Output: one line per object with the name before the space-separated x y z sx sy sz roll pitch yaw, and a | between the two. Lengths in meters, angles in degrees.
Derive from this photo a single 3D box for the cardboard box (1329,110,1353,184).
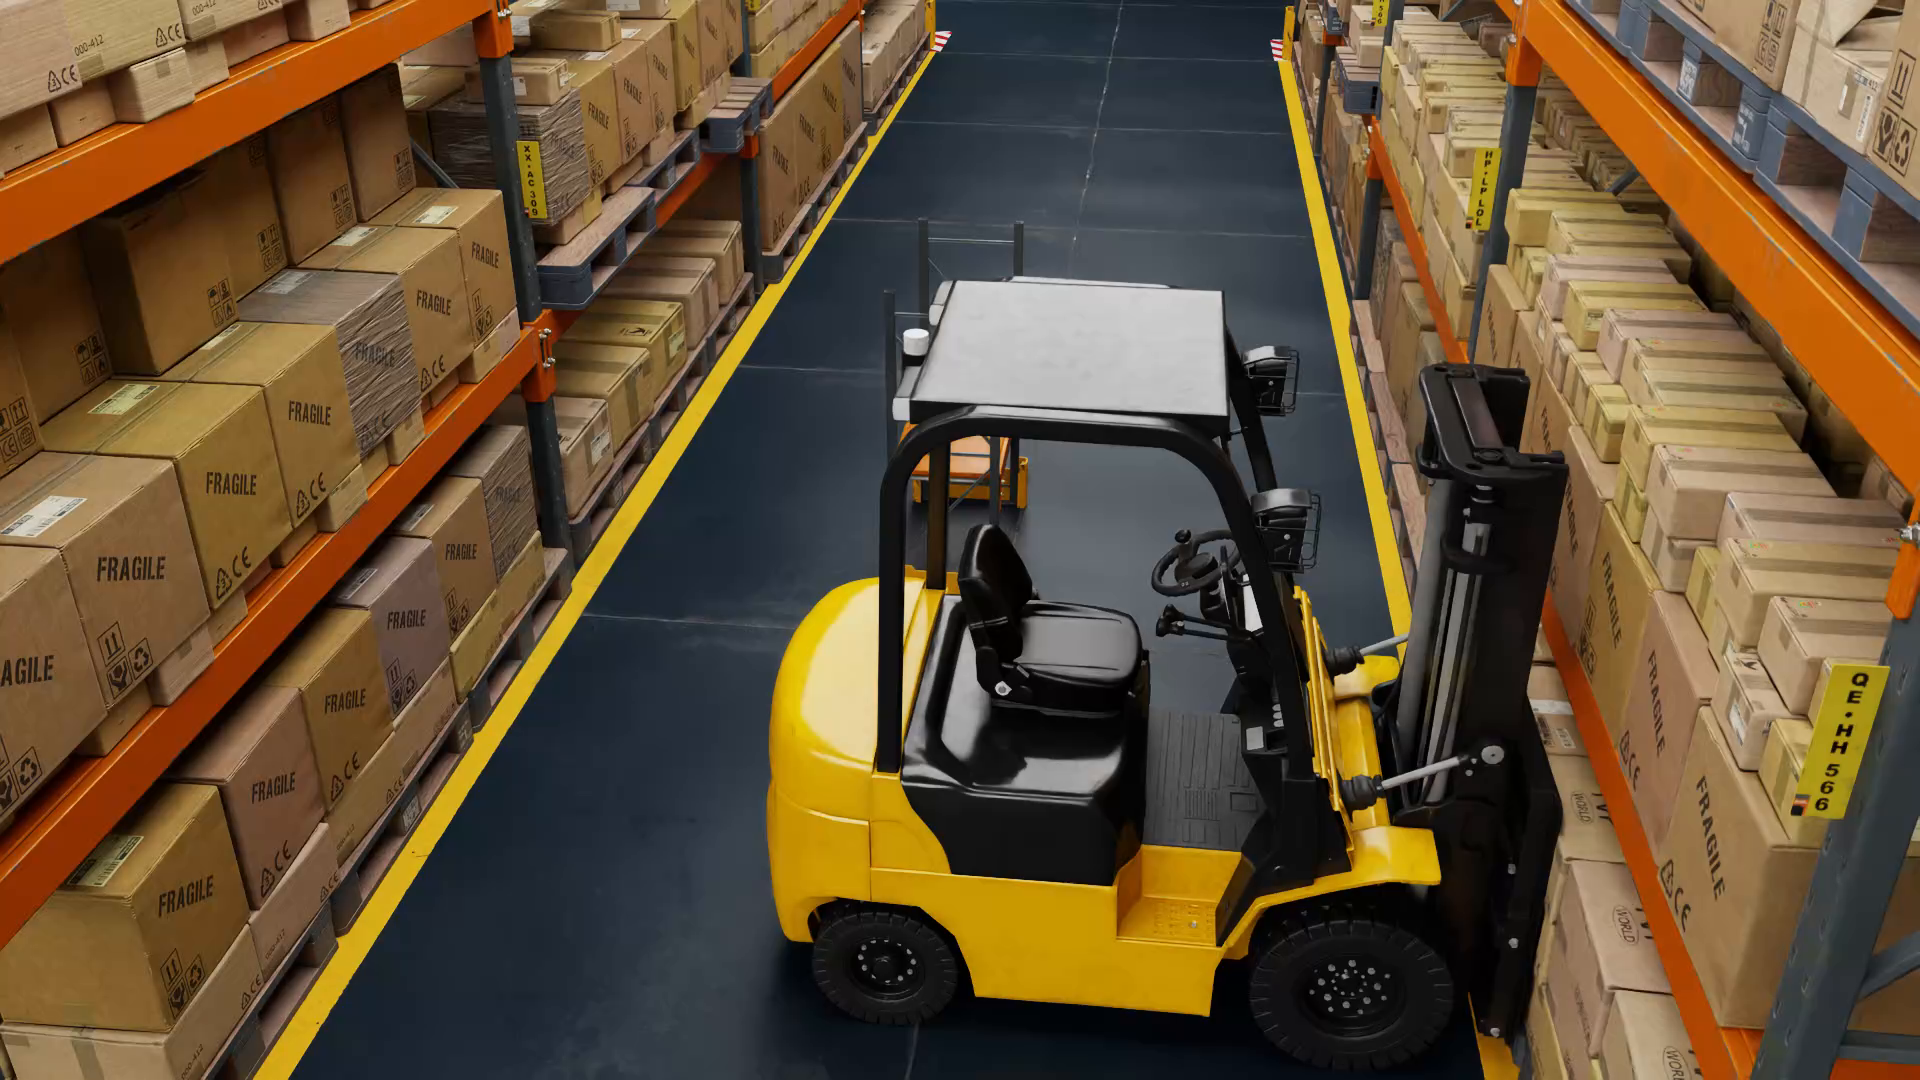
cardboard box | 3.164 -3.020 12.886 0.500 0.500 0.500 3 28 5

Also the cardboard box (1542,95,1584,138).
cardboard box | 3.077 -2.068 8.136 0.380 0.149 0.250 4 29 7

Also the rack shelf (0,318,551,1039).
rack shelf | -2.584 0.101 5.658 1.077 0.370 4.000 3 28 6

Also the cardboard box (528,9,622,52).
cardboard box | -1.900 -2.521 8.220 0.380 0.149 0.250 5 29 9

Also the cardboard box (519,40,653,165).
cardboard box | -1.862 -2.189 8.288 0.500 0.500 0.500 3 28 6

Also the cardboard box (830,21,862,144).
cardboard box | -1.355 -3.876 14.079 0.875 0.875 0.875 4 29 8

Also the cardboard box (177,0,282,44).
cardboard box | -2.311 -1.602 4.743 0.500 0.250 0.500 4 29 7

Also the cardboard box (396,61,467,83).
cardboard box | -2.451 -1.981 7.903 0.500 0.500 0.500 4 29 6

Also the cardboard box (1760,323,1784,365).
cardboard box | 2.659 -0.562 5.028 0.380 0.149 0.250 3 28 6

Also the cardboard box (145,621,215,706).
cardboard box | -2.376 0.332 4.736 0.380 0.149 0.250 4 29 7

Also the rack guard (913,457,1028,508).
rack guard | 0.052 -0.309 8.559 0.587 0.250 0.087 3 28 6

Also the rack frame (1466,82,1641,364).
rack frame | 2.588 -0.870 6.703 1.000 3.000 0.127 3 28 6

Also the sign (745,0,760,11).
sign | -1.309 -3.488 10.424 0.100 0.325 0.005 3 28 6

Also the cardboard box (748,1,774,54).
cardboard box | -1.542 -3.418 11.063 0.500 0.250 0.500 3 28 6

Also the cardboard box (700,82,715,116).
cardboard box | -1.642 -2.577 9.692 0.380 0.149 0.250 2 28 4

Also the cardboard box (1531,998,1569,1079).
cardboard box | 1.912 1.565 4.639 0.500 0.250 0.500 3 28 6

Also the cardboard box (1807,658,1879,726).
cardboard box | 1.932 0.371 3.296 0.380 0.149 0.250 3 29 6

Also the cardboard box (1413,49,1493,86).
cardboard box | 2.689 -2.578 9.083 0.380 0.149 0.250 4 29 7

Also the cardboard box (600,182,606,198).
cardboard box | -1.960 -1.728 8.117 0.380 0.149 0.250 5 29 9

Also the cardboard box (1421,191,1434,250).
cardboard box | 2.537 -1.526 8.078 0.500 0.250 0.500 4 29 7

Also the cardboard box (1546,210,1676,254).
cardboard box | 2.329 -1.069 5.968 0.380 0.149 0.250 4 29 7

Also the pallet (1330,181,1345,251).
pallet | 3.359 -2.447 12.571 1.003 0.211 1.213 3 28 6

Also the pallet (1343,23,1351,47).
pallet | 3.311 -3.584 11.943 1.003 0.211 1.213 3 28 6

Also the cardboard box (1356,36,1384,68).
cardboard box | 2.777 -3.159 10.773 0.380 0.149 0.250 4 29 7

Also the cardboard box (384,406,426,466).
cardboard box | -2.197 -0.399 6.093 0.380 0.149 0.250 3 28 5

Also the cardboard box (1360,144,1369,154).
cardboard box | 2.966 -2.622 11.463 0.380 0.149 0.250 2 28 5

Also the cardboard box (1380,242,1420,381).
cardboard box | 2.916 -1.292 9.546 0.875 0.625 0.625 4 29 8

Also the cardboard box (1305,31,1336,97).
cardboard box | 3.618 -4.432 15.507 0.700 0.500 0.500 2 28 4

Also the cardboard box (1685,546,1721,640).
cardboard box | 1.998 0.147 4.026 0.380 0.149 0.250 3 28 6

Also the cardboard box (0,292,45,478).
cardboard box | -2.914 -0.380 4.320 0.700 0.500 0.500 4 29 7

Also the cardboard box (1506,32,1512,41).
cardboard box | 3.318 -2.788 9.474 0.380 0.149 0.250 4 29 8

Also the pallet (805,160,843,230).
pallet | -1.526 -2.752 13.135 1.003 0.211 1.213 3 28 6

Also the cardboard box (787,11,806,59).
cardboard box | -1.424 -3.679 12.074 0.500 0.250 0.500 4 29 8

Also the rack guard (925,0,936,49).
rack guard | -0.866 -5.717 18.334 1.175 0.500 0.348 3 28 6

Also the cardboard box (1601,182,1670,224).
cardboard box | 2.844 -1.353 6.809 0.380 0.149 0.250 3 28 5

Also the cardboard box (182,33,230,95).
cardboard box | -2.320 -1.356 4.707 0.380 0.149 0.250 3 28 5

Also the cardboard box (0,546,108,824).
cardboard box | -2.496 0.344 4.030 0.500 0.500 0.500 3 28 5

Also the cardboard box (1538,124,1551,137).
cardboard box | 3.104 -1.967 8.369 0.500 0.250 0.500 3 28 5

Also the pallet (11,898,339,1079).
pallet | -2.685 1.537 5.174 1.003 0.211 1.213 3 28 6

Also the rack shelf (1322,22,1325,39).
rack shelf | 3.813 -5.261 15.611 1.077 0.370 4.000 3 28 6

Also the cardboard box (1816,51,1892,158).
cardboard box | 1.898 -0.834 3.190 0.380 0.149 0.250 3 28 5

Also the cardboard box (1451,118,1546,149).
cardboard box | 2.500 -1.860 7.750 0.380 0.149 0.250 3 28 5

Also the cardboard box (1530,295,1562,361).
cardboard box | 2.149 -0.707 5.611 0.380 0.149 0.250 4 29 7

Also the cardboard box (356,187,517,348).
cardboard box | -2.147 -1.108 6.726 0.500 0.500 0.500 3 28 5

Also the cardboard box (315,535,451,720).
cardboard box | -2.267 0.312 6.173 0.500 0.500 0.500 5 29 9

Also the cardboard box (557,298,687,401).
cardboard box | -2.109 -1.098 9.454 0.950 0.372 0.625 4 29 8

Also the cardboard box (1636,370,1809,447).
cardboard box | 2.114 -0.351 4.636 0.380 0.149 0.250 4 29 7

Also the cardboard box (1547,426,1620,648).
cardboard box | 2.083 -0.001 4.983 0.500 0.500 0.500 4 29 7

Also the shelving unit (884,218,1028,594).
shelving unit | -0.009 -0.624 7.828 0.587 1.500 1.083 3 28 6

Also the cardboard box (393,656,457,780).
cardboard box | -2.267 0.653 6.332 0.500 0.250 0.500 4 29 7

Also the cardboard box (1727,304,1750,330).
cardboard box | 2.773 -0.666 5.533 0.380 0.149 0.250 4 29 6

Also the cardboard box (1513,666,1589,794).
cardboard box | 2.023 0.646 5.290 0.500 0.250 0.500 3 28 5

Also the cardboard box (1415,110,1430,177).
cardboard box | 2.599 -1.990 8.412 0.500 0.250 0.500 4 29 7

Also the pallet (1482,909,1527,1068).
pallet | 2.302 1.305 5.605 1.003 0.211 1.213 3 28 6
